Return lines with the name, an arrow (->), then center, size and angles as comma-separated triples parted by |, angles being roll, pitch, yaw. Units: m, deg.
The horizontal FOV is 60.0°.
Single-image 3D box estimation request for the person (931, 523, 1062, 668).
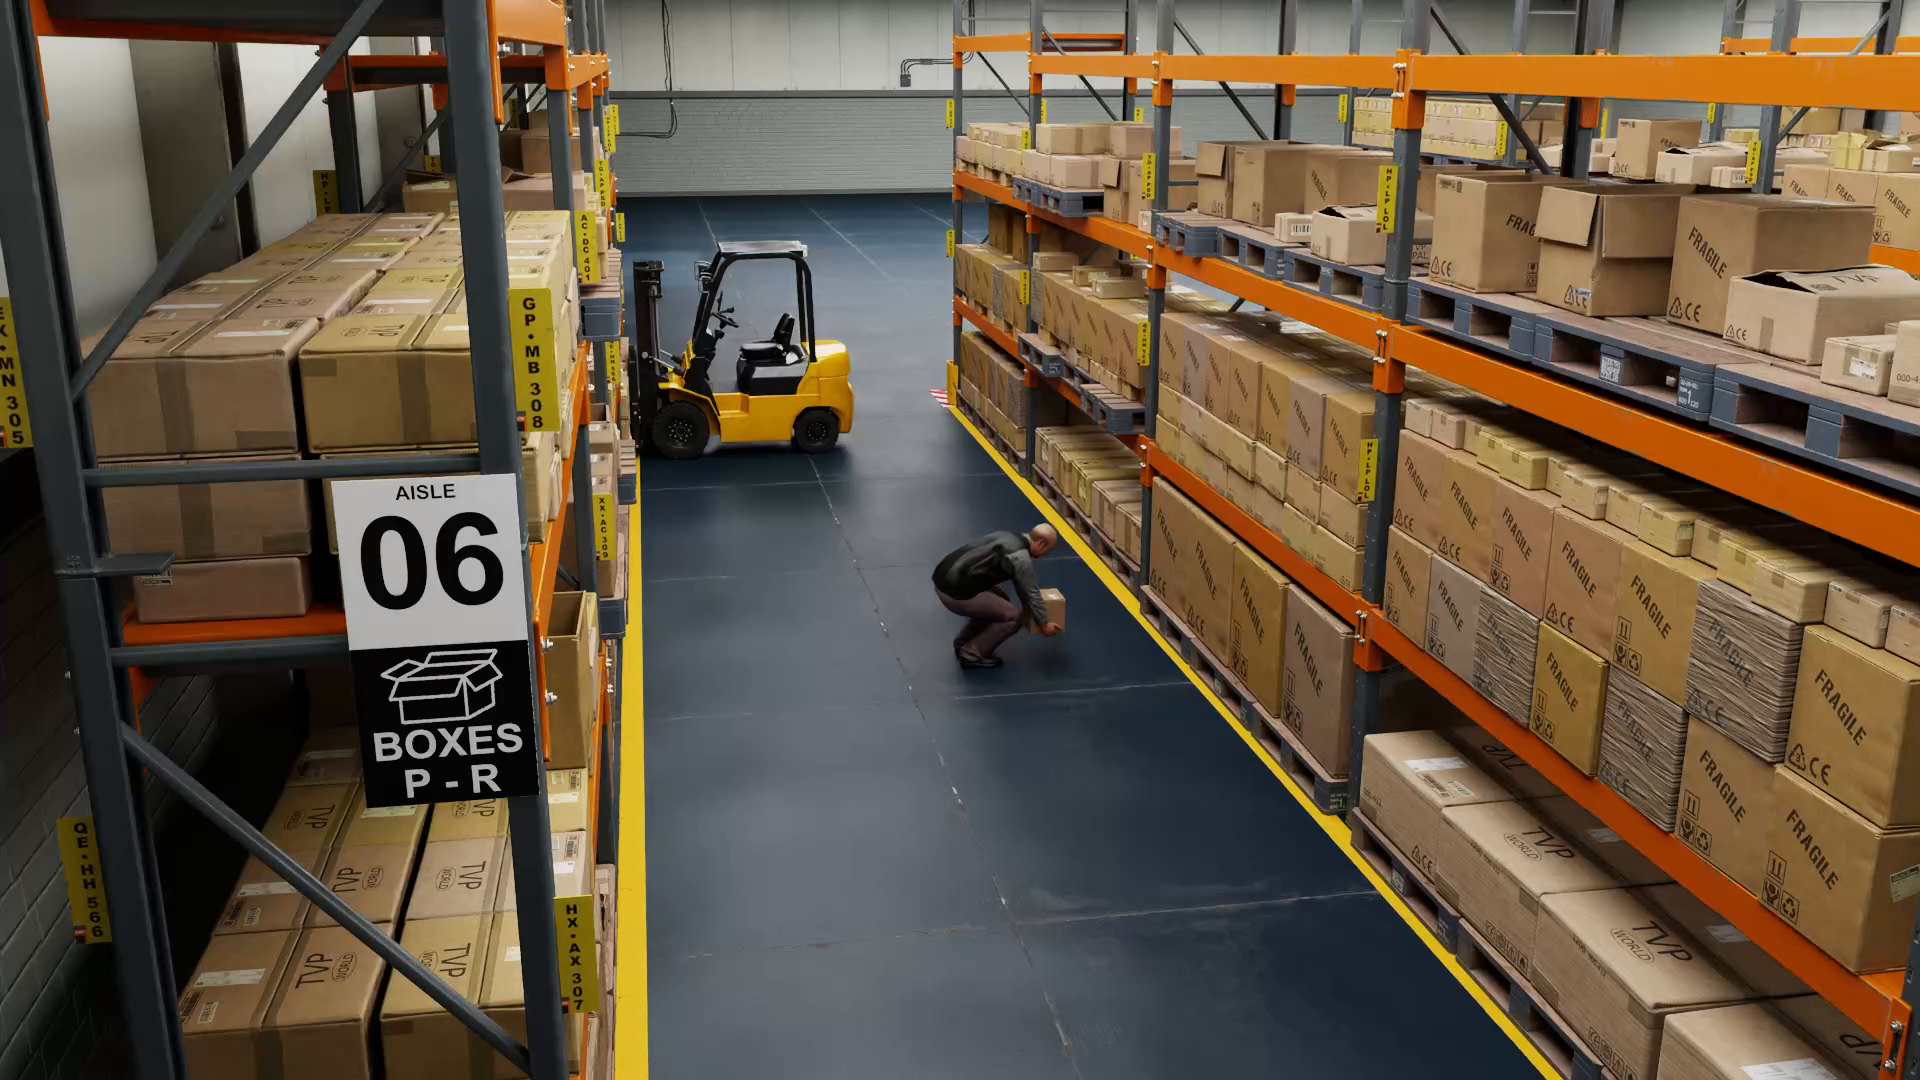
person -> 0.254, 0.381, 11.662 | 0.894, 0.952, 0.509 | -4, 17, -12
